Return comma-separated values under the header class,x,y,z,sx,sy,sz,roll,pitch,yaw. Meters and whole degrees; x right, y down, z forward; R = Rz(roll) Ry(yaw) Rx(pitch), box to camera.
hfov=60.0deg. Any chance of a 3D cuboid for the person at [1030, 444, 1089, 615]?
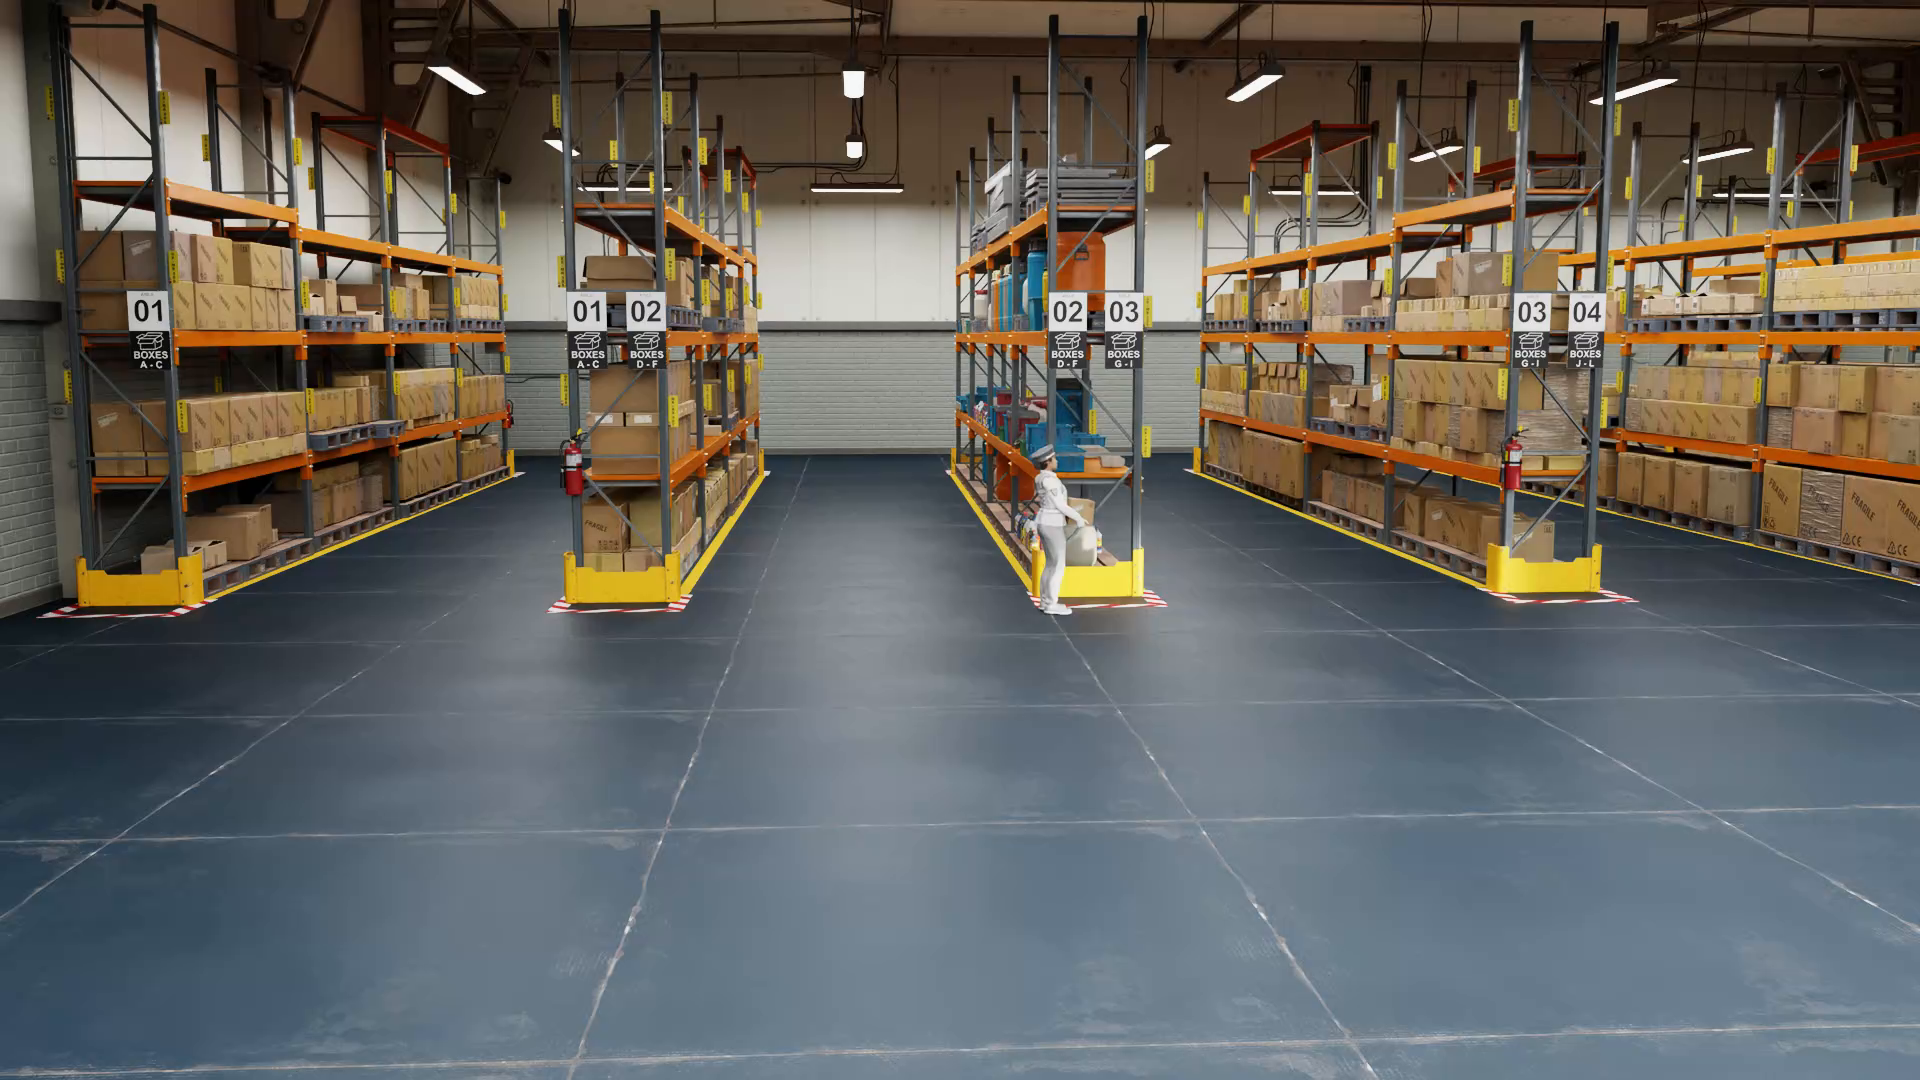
class,x,y,z,sx,sy,sz,roll,pitch,yaw
person,0.980,-0.115,16.584,0.556,1.687,0.460,-1,7,-10
